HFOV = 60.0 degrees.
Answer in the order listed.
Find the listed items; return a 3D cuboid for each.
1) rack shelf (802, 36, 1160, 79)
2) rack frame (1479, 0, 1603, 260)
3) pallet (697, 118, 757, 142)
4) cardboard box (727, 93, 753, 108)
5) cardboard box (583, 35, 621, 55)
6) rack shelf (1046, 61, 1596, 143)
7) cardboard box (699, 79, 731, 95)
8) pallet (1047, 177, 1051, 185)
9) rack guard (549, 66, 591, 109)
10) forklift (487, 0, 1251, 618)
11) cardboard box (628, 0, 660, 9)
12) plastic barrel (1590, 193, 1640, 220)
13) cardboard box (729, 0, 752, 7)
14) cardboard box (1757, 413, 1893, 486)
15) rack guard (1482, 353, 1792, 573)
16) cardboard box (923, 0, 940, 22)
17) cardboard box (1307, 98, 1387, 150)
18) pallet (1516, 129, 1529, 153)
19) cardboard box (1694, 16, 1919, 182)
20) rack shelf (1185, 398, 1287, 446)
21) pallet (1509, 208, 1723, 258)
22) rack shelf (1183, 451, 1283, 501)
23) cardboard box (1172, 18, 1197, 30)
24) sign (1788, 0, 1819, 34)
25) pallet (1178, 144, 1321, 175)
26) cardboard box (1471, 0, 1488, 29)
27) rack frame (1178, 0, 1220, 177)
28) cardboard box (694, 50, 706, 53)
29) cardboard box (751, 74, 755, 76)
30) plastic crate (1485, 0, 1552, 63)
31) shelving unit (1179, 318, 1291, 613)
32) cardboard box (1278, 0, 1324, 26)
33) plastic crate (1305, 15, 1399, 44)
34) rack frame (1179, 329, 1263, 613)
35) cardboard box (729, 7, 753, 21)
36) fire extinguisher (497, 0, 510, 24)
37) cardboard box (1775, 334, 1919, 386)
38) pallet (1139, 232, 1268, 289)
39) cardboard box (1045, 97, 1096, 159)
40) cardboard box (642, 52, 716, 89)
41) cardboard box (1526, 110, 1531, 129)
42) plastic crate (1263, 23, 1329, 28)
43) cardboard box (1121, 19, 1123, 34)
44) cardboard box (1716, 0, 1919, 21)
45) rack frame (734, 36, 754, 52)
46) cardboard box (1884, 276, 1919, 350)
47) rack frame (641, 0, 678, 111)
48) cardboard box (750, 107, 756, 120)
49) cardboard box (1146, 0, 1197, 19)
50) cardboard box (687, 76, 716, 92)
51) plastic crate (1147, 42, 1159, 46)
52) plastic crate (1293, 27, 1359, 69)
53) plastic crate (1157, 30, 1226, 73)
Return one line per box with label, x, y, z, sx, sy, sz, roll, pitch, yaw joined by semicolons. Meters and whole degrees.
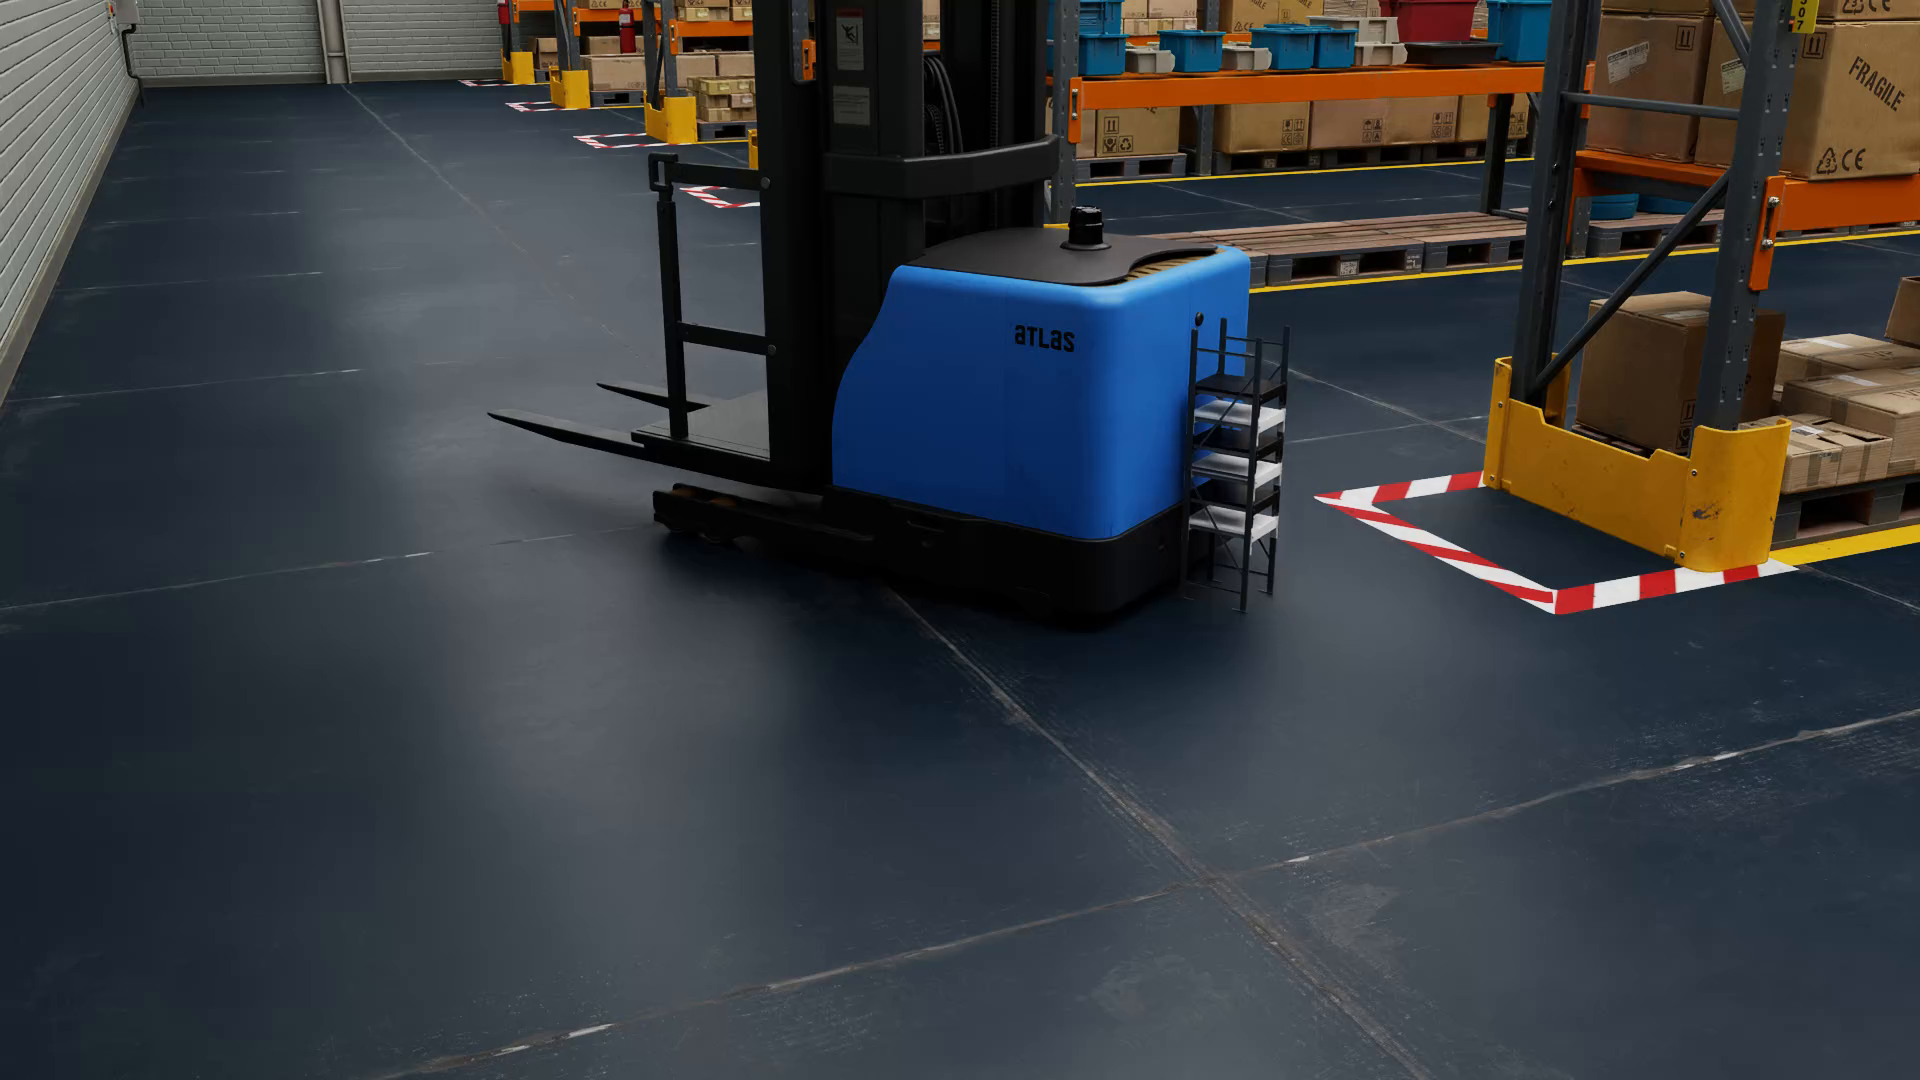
rack shelf;0.310;-4.431;15.174;4.000;0.370;1.077;-8;21;-22
rack frame;4.109;-3.523;11.512;0.127;3.000;1.000;-8;21;-22
pallet;-2.568;-4.824;19.406;1.213;0.211;1.003;-8;21;-22
cardboard box;-2.541;-5.037;19.022;0.250;0.149;0.380;-8;21;-22
cardboard box;-6.022;-8.214;27.966;0.500;0.500;0.700;-7;21;-20
rack shelf;2.272;-2.921;10.885;4.000;0.370;1.077;-8;21;-22
cardboard box;-2.782;-5.133;18.848;0.250;0.149;0.380;-9;21;-24
pallet;0.296;-3.481;15.590;1.213;0.211;1.003;-8;21;-22
rack guard;-5.473;-6.347;23.297;0.348;0.500;1.175;-8;21;-22
forklift;-0.512;-1.500;5.869;3.031;2.935;1.130;13;23;32
cardboard box;-4.444;-7.627;23.018;0.500;0.500;0.500;-8;21;-23
plastic barrel;4.615;-2.798;11.980;0.708;0.901;0.600;-8;21;-22
cardboard box;-2.395;-6.274;18.726;0.500;0.500;0.500;-8;21;-22
cardboard box;3.145;-0.341;6.076;0.250;0.166;0.380;-8;21;-22
rack guard;2.464;-0.317;6.170;0.348;0.500;1.175;-8;21;-22
cardboard box;-0.504;-4.628;14.429;0.500;0.250;0.500;-8;21;-23
cardboard box;3.547;-4.438;16.676;0.875;0.875;1.225;-9;21;-24
pallet;6.538;-4.347;18.050;1.213;0.211;1.003;-8;21;-22
cardboard box;2.906;-1.511;5.647;0.500;0.500;0.500;-8;21;-21
rack shelf;0.879;-0.378;5.298;0.258;0.077;0.200;13;23;32
pallet;4.834;-2.297;12.228;1.213;0.211;1.003;-8;21;-22
rack shelf;0.879;-0.208;5.358;0.258;0.077;0.200;13;23;32
cardboard box;1.997;-4.775;15.446;0.250;0.149;0.380;-8;21;-22
sign;2.609;-1.729;5.113;0.005;0.325;0.100;-8;21;-22
pallet;2.825;-3.843;16.619;1.213;0.211;1.003;-8;21;-22
cardboard box;5.005;-5.403;16.700;0.500;0.500;0.500;-8;21;-22
rack frame;2.147;-5.034;15.802;0.127;3.000;1.000;-8;21;-22
cardboard box;-4.471;-8.268;28.471;0.258;0.266;0.396;-7;21;-20
cardboard box;-2.308;-5.417;19.656;0.250;0.149;0.380;-9;21;-24
plastic crate;3.815;-3.379;11.035;0.575;0.384;0.392;-8;21;-22
shelving unit;0.879;-0.239;5.347;0.258;0.900;0.210;13;23;32
cardboard box;3.129;-5.132;15.930;0.500;0.500;0.500;-8;21;-22
plastic crate;2.634;-3.351;11.111;0.530;0.282;0.437;-8;21;-22
rack frame;0.822;-0.211;5.268;0.240;0.900;0.006;13;23;32
cardboard box;-2.485;-5.923;18.705;0.250;0.149;0.380;-9;21;-23
fire extinguisher;-7.373;-8.670;26.808;0.183;0.674;0.296;-8;21;-22
cardboard box;3.680;-0.659;6.856;0.500;0.250;0.500;-8;21;-22
pallet;1.208;-1.779;10.756;1.213;0.211;1.003;-8;21;-22
cardboard box;0.683;-4.049;15.572;0.875;0.875;0.875;-8;21;-22
cardboard box;-4.048;-6.760;23.929;0.875;0.438;0.875;-8;21;-20
cardboard box;6.427;-4.683;17.906;0.500;0.500;0.700;-9;21;-25
plastic crate;2.220;-3.295;11.025;0.300;0.233;0.416;-8;21;-22
cardboard box;1.288;-4.674;15.158;0.250;0.149;0.380;-8;21;-21
cardboard box;2.906;-1.983;5.481;0.500;0.500;0.500;-7;21;-20
rack frame;-3.748;-9.569;28.683;0.127;3.000;1.000;-8;21;-22
cardboard box;4.344;-0.794;6.856;0.637;0.503;0.797;-8;21;-22
rack frame;-3.398;-6.033;18.641;0.127;3.000;1.000;-8;21;-22
cardboard box;-2.357;-4.952;19.231;0.250;0.149;0.380;-8;21;-21
cardboard box;1.845;-4.965;15.385;0.500;0.250;0.500;-9;21;-23
cardboard box;-3.012;-5.314;19.363;0.250;0.149;0.380;-8;21;-21
plastic crate;1.385;-3.097;10.609;0.243;0.136;0.396;-8;21;-22
plastic crate;2.277;-3.091;10.447;0.300;0.233;0.416;-8;21;-22
plastic crate;1.397;-2.965;10.089;0.300;0.233;0.416;-8;21;-22
